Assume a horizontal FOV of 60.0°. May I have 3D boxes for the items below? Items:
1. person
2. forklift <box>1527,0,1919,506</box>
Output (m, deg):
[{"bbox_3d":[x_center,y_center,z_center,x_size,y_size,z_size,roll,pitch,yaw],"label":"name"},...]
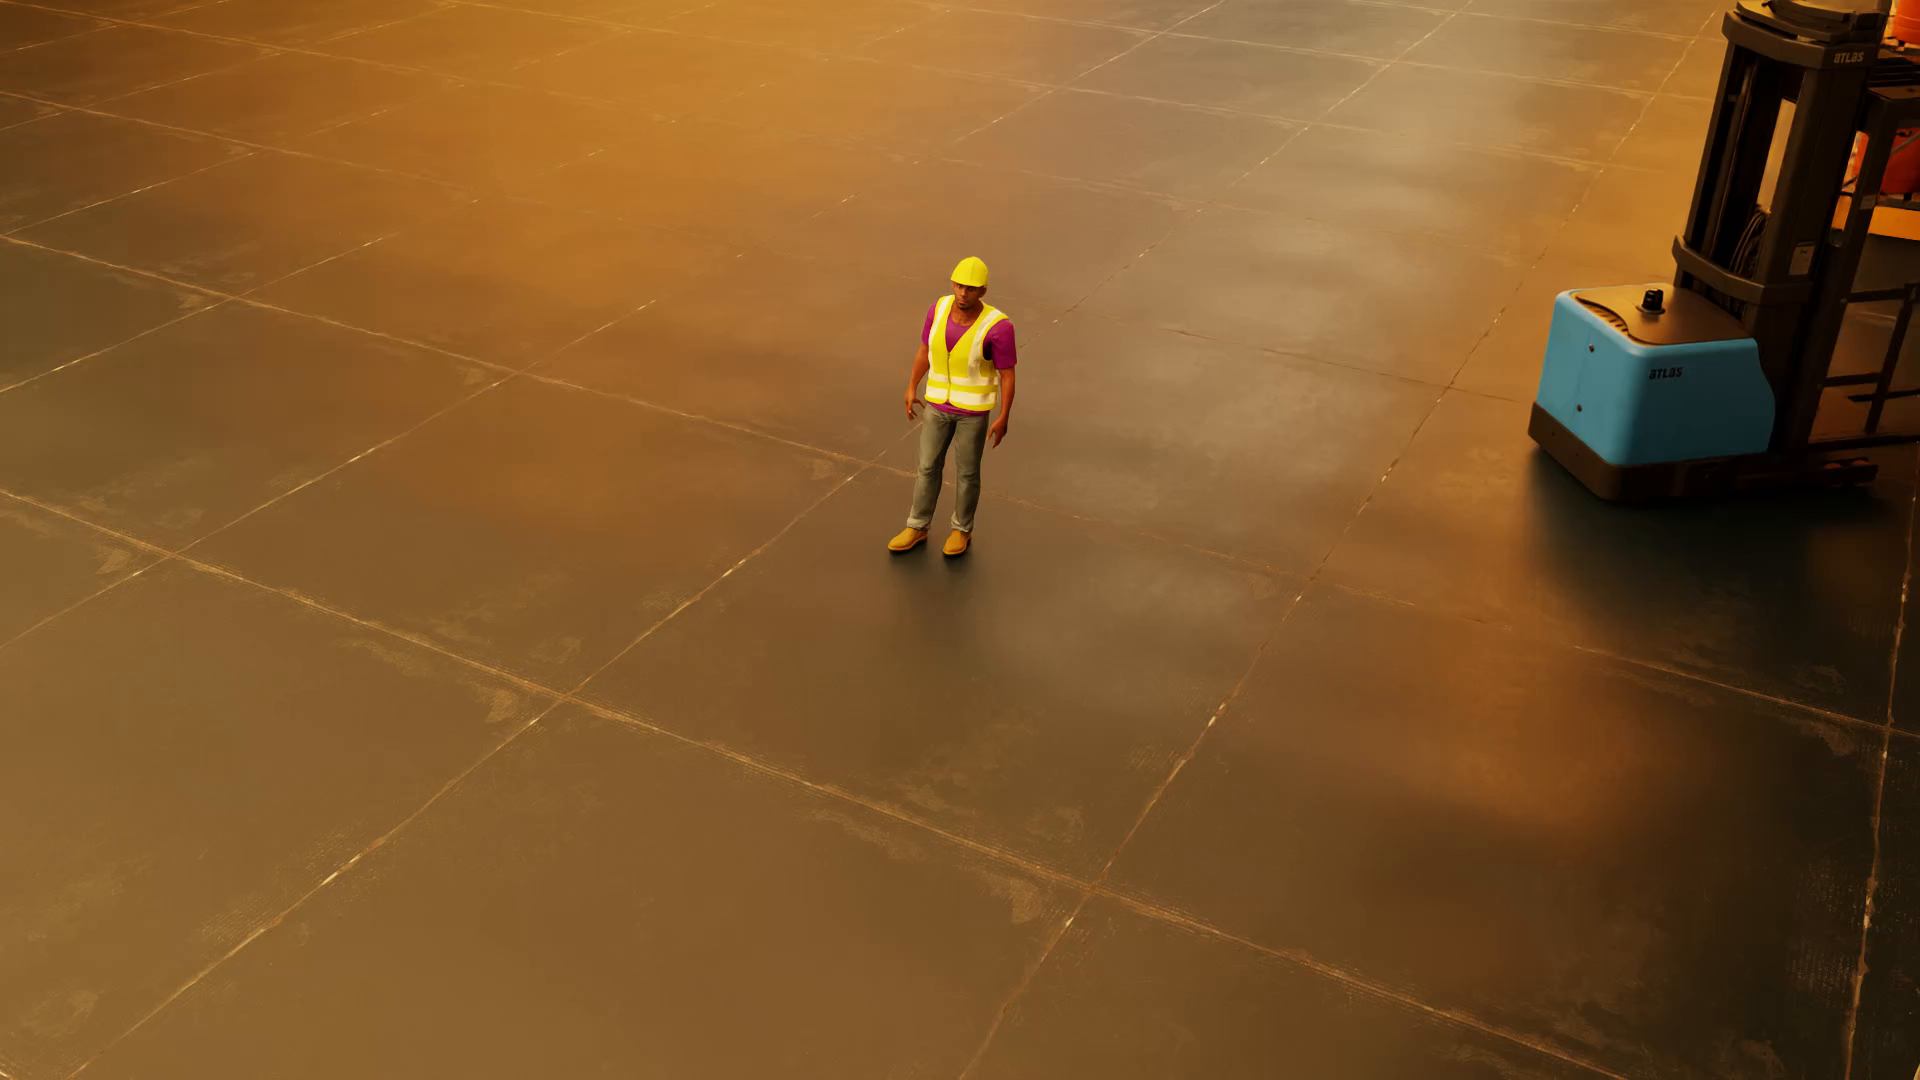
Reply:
[{"bbox_3d":[-0.039,-0.742,9.507,0.665,1.768,0.575,15,33,25],"label":"person"},{"bbox_3d":[5.353,-1.845,10.267,3.031,2.935,1.130,-6,31,-10],"label":"forklift"}]
